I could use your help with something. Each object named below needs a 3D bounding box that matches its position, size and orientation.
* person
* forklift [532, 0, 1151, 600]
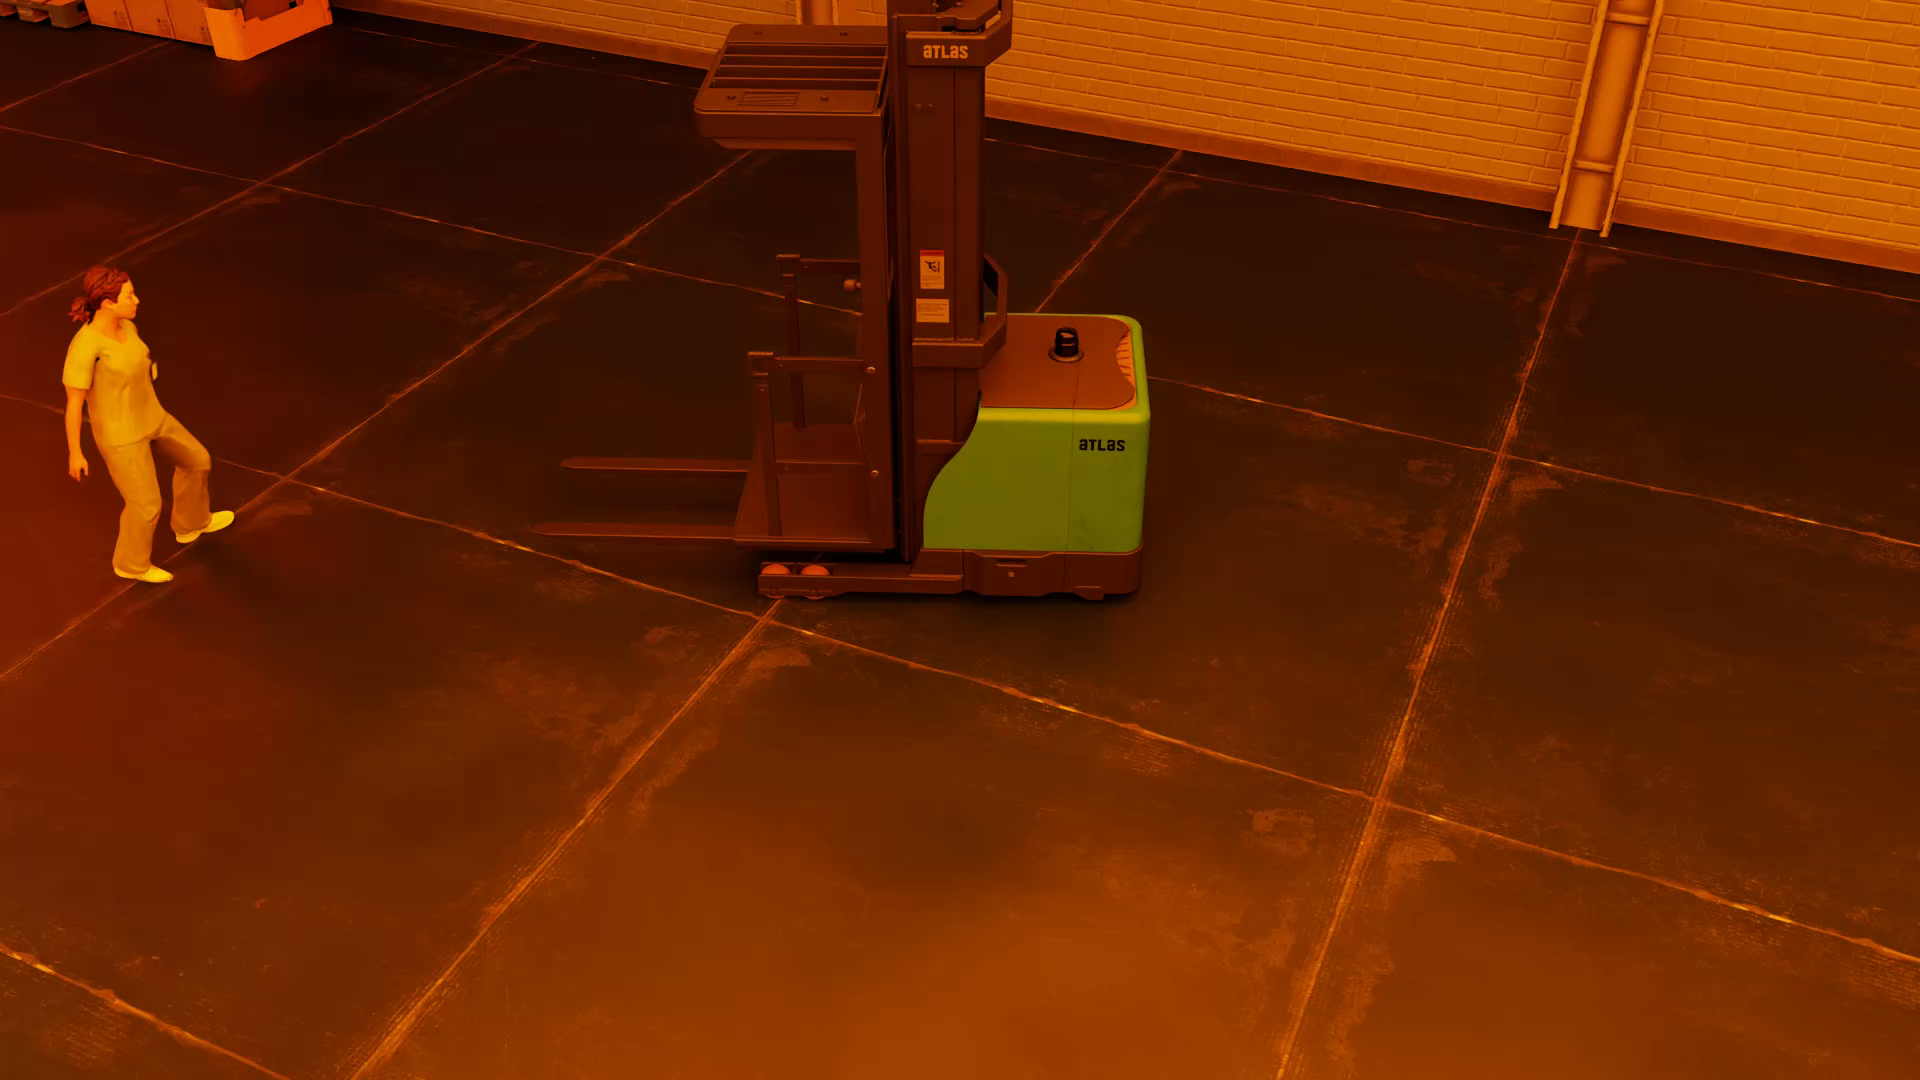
[{"bbox_3d":[-4.010,-0.544,8.005,0.425,1.645,0.799,6,36,9],"label":"person"},{"bbox_3d":[-0.608,-1.208,7.780,3.031,2.935,1.130,1,36,2],"label":"forklift"}]
